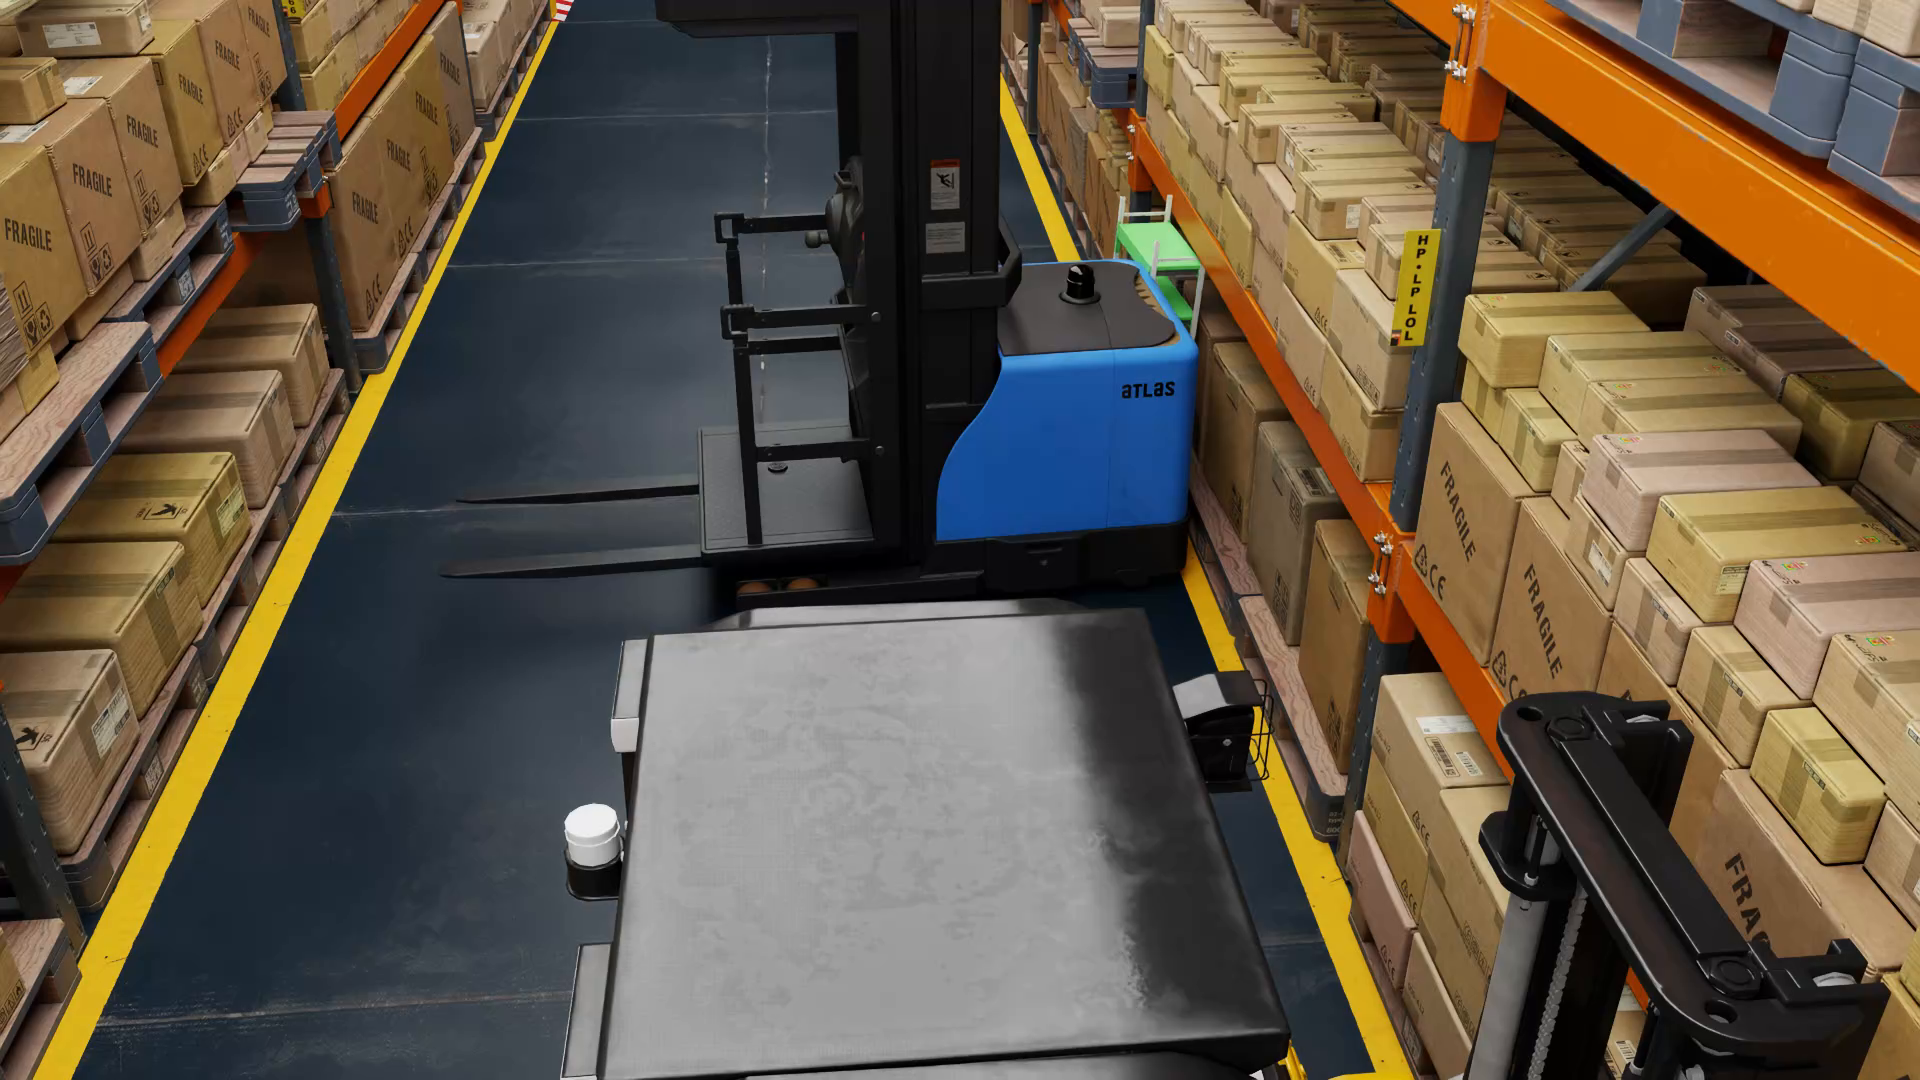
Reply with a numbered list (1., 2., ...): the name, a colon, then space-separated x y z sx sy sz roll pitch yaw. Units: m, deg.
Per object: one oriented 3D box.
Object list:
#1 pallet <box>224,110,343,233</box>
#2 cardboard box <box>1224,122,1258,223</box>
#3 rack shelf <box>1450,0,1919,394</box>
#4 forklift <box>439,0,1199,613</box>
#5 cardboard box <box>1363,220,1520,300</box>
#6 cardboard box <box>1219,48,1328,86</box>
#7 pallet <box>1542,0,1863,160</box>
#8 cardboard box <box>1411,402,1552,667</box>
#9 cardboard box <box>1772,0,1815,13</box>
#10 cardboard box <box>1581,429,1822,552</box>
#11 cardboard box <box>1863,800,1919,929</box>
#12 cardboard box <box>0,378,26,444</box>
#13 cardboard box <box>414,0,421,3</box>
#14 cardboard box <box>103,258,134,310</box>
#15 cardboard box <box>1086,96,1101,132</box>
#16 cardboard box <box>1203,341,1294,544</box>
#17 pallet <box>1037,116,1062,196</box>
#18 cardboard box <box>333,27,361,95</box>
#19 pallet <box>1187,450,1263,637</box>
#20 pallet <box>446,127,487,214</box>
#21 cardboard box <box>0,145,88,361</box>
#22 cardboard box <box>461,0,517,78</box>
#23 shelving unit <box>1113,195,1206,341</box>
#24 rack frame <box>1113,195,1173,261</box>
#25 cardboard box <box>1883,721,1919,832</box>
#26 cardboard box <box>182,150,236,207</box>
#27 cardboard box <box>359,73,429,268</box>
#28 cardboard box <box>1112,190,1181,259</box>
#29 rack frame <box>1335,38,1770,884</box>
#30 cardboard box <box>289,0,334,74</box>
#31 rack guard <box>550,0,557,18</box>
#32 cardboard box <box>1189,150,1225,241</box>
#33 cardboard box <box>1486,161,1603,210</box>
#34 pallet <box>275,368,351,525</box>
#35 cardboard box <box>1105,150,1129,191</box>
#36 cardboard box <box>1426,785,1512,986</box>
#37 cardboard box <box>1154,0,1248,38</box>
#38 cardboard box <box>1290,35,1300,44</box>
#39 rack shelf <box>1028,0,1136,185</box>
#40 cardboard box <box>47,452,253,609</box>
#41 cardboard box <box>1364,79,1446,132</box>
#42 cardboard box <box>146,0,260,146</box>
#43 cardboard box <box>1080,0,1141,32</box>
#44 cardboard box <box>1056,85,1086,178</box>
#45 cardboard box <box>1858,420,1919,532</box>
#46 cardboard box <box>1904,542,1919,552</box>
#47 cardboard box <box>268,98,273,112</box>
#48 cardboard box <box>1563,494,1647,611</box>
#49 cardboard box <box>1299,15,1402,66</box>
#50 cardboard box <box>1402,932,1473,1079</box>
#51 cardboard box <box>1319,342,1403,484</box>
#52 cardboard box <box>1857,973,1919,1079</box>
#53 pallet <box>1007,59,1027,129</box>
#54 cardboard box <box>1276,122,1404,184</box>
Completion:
1. pallet: -3.402 -1.591 7.175 1.213 0.211 1.003 -3 31 -5
2. cardboard box: 1.315 -1.400 6.328 0.500 0.250 0.500 -2 31 -4
3. rack shelf: 1.928 -0.187 2.415 1.077 0.370 4.000 -3 31 -5
4. forklift: -0.616 -1.211 6.419 3.031 2.935 1.130 -4 31 -7
5. cardboard box: 1.446 -0.846 5.011 0.380 0.149 0.250 -3 31 -5
6. cardboard box: 1.270 -1.890 6.760 0.380 0.149 0.250 -2 31 -4
7. pallet: 1.846 -1.045 3.236 1.003 0.211 1.213 -3 31 -5
8. cardboard box: 1.522 -0.033 4.283 0.500 0.500 0.500 -4 31 -6
9. cardboard box: 1.552 -0.997 2.806 0.380 0.149 0.250 -2 31 -3
10. cardboard box: 1.544 -0.106 3.483 0.380 0.149 0.250 -2 31 -3
11. cardboard box: 1.725 0.542 2.687 0.380 0.149 0.250 -3 31 -5
12. cardboard box: -2.938 -0.360 4.762 0.380 0.149 0.250 -2 31 -4
13. cardboard box: -3.609 -3.533 10.386 0.500 0.250 0.500 -3 31 -5
14. cardboard box: -3.059 -0.888 5.647 0.380 0.149 0.250 -3 31 -4
15. cardboard box: 0.973 -2.576 10.033 0.380 0.149 0.250 -4 31 -7
16. cardboard box: 1.544 -0.437 6.962 0.875 0.625 0.625 -4 31 -7
17. pallet: 1.107 -2.703 11.570 1.003 0.211 1.213 -3 31 -5
18. cardboard box: -3.435 -2.491 8.641 0.500 0.250 0.500 -4 31 -6
19. pallet: 1.516 -0.031 7.096 1.003 0.211 1.213 -3 31 -5
20. pallet: -3.801 -2.487 11.207 1.003 0.211 1.213 -3 31 -5
21. cardboard box: -3.006 -0.850 4.950 0.500 0.500 0.500 -3 31 -4
22. cardboard box: -3.984 -3.937 13.006 0.875 0.438 0.875 -4 31 -6
23. shelving unit: 0.848 -0.892 7.515 0.258 1.200 0.503 -4 34 -12
24. rack frame: 0.795 -1.026 7.712 0.240 1.200 0.015 -4 34 -12
25. cardboard box: 1.722 0.408 2.622 0.380 0.149 0.250 -2 31 -4
26. cardboard box: -3.089 -1.420 6.537 0.380 0.149 0.250 -2 31 -4
27. cardboard box: -3.635 -2.112 9.524 0.875 0.875 0.875 -2 31 -4
28. cardboard box: 1.114 -1.584 9.006 0.500 0.500 0.500 -2 31 -3
29. rack frame: 1.741 -0.230 4.709 1.000 3.000 0.127 -3 31 -5
30. cardboard box: -3.376 -2.453 8.090 0.500 0.250 0.500 -3 31 -5
31. rack guard: -4.324 -5.056 15.226 1.175 0.500 0.348 -3 31 -5
32. cardboard box: 1.262 -1.449 6.898 0.500 0.250 0.500 -4 31 -6
33. cardboard box: 1.882 -1.137 5.499 0.380 0.149 0.250 -3 31 -5
34. pallet: -3.503 -0.436 7.774 1.003 0.211 1.213 -3 31 -5
35. cardboard box: 1.012 -2.035 9.128 0.380 0.149 0.250 -4 31 -7
36. cardboard box: 1.511 0.865 4.174 0.500 0.250 0.500 -3 31 -5
37. cardboard box: 1.104 -2.416 7.640 0.380 0.149 0.250 -2 31 -3
38. cardboard box: 1.686 -2.206 7.677 0.500 0.250 0.500 -2 31 -3
39. rack shelf: 1.180 -2.984 10.022 1.077 0.370 4.000 -3 31 -5
40. cardboard box: -3.389 -0.031 6.531 0.950 0.372 0.625 -2 31 -3
41. cardboard box: 1.762 -1.654 6.364 0.380 0.149 0.250 -2 31 -3
42. cardboard box: -3.196 -1.901 6.710 0.500 0.500 0.500 -3 31 -5
43. cardboard box: 0.946 -2.911 8.935 0.500 0.250 0.500 -4 31 -7
44. cardboard box: 0.916 -2.637 10.768 0.500 0.500 0.500 -4 31 -6
45. cardboard box: 2.177 -0.141 3.540 0.380 0.149 0.250 -3 31 -6
46. cardboard box: 2.094 0.124 3.387 0.380 0.149 0.250 -2 31 -3
47. cardboard box: -3.310 -1.948 7.422 0.380 0.149 0.250 -2 31 -3
48. cardboard box: 1.536 0.018 3.565 0.380 0.149 0.250 -2 31 -3
49. cardboard box: 1.698 -2.173 7.233 0.380 0.149 0.250 -3 31 -5
50. cardboard box: 1.519 1.292 4.434 0.500 0.250 0.500 -3 31 -6
51. cardboard box: 1.433 -0.410 5.157 0.500 0.250 0.500 -2 31 -3
52. cardboard box: 1.720 1.004 2.546 0.500 0.500 0.500 -3 31 -6
53. pallet: 0.930 -3.467 12.849 1.003 0.211 1.213 -3 31 -5
54. cardboard box: 1.339 -1.366 5.881 0.380 0.149 0.250 -2 31 -4
